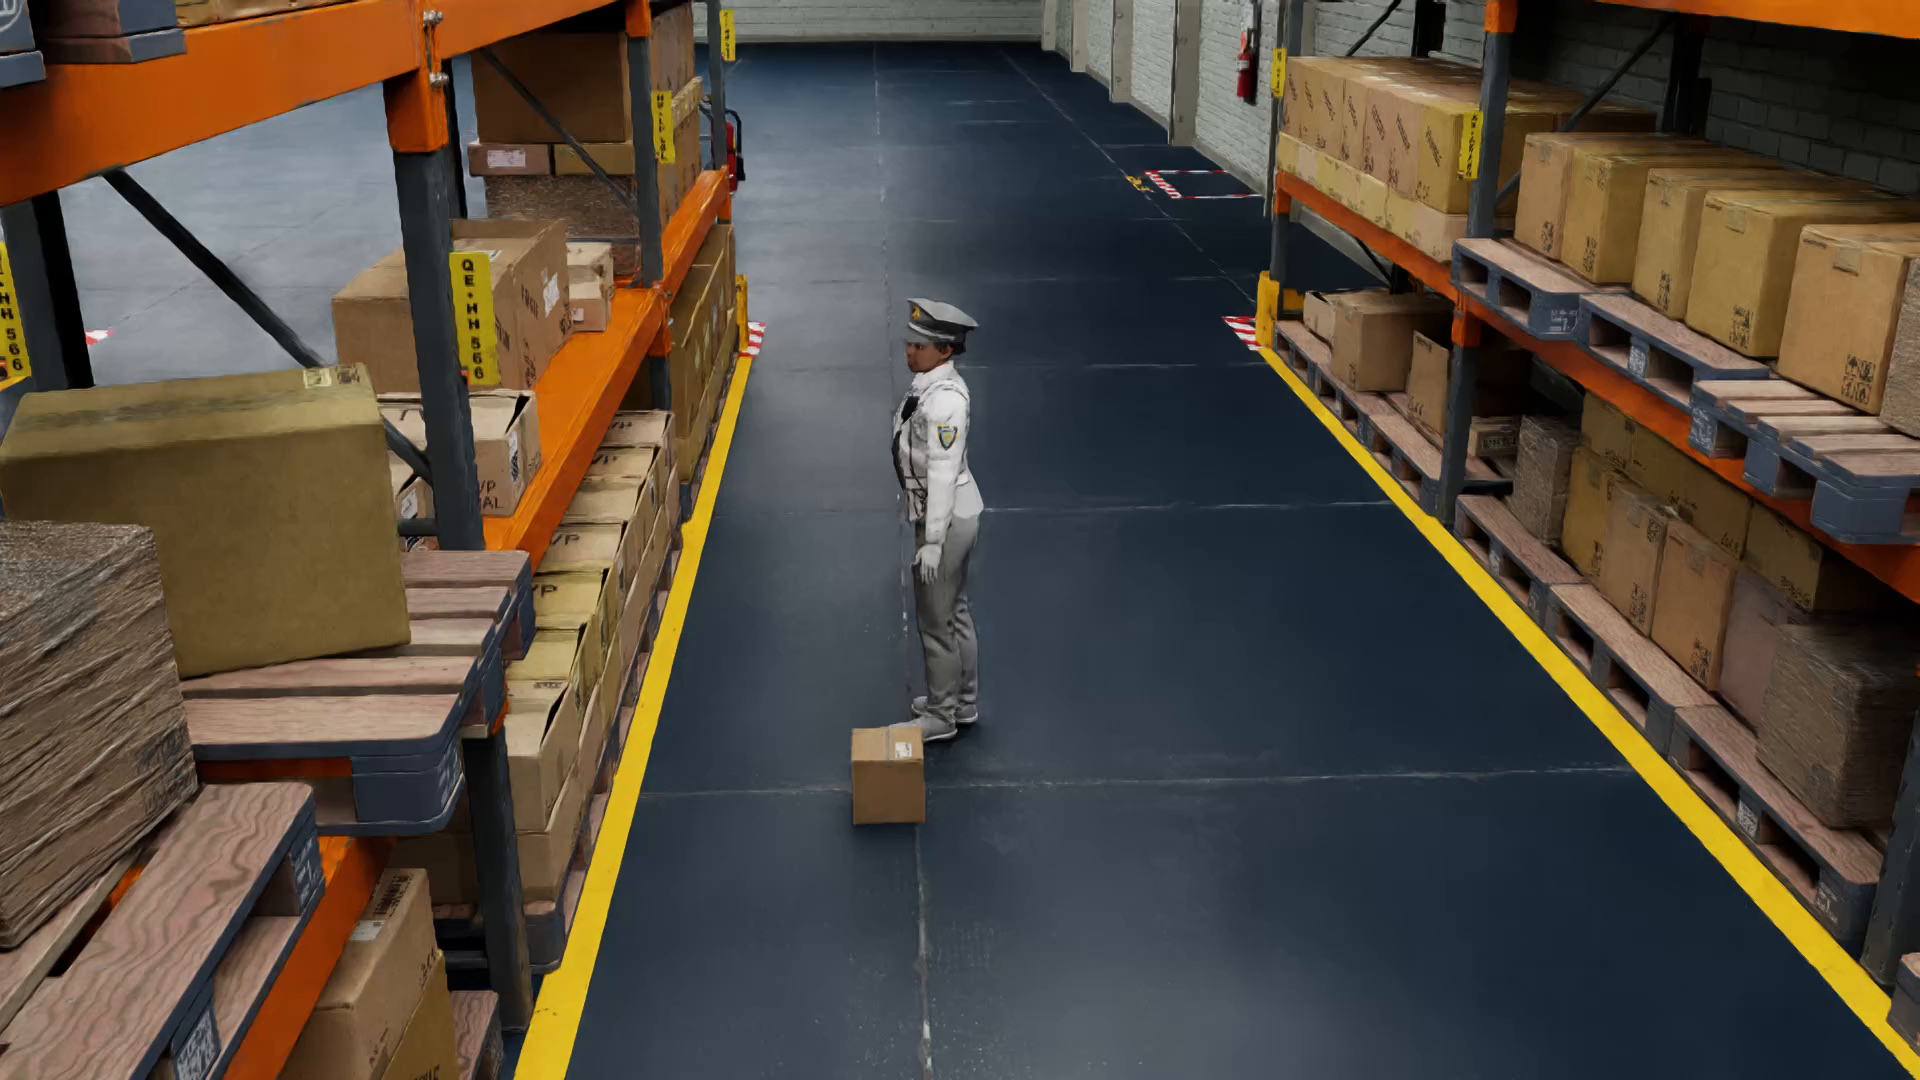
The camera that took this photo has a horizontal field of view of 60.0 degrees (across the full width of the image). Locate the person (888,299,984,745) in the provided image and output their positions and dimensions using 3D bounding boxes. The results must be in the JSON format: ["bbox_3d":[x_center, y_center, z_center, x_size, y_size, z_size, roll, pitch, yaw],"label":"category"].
[{"bbox_3d":[-0.103,-0.062,6.163,0.378,1.685,0.559,0,21,-1],"label":"person"}]
